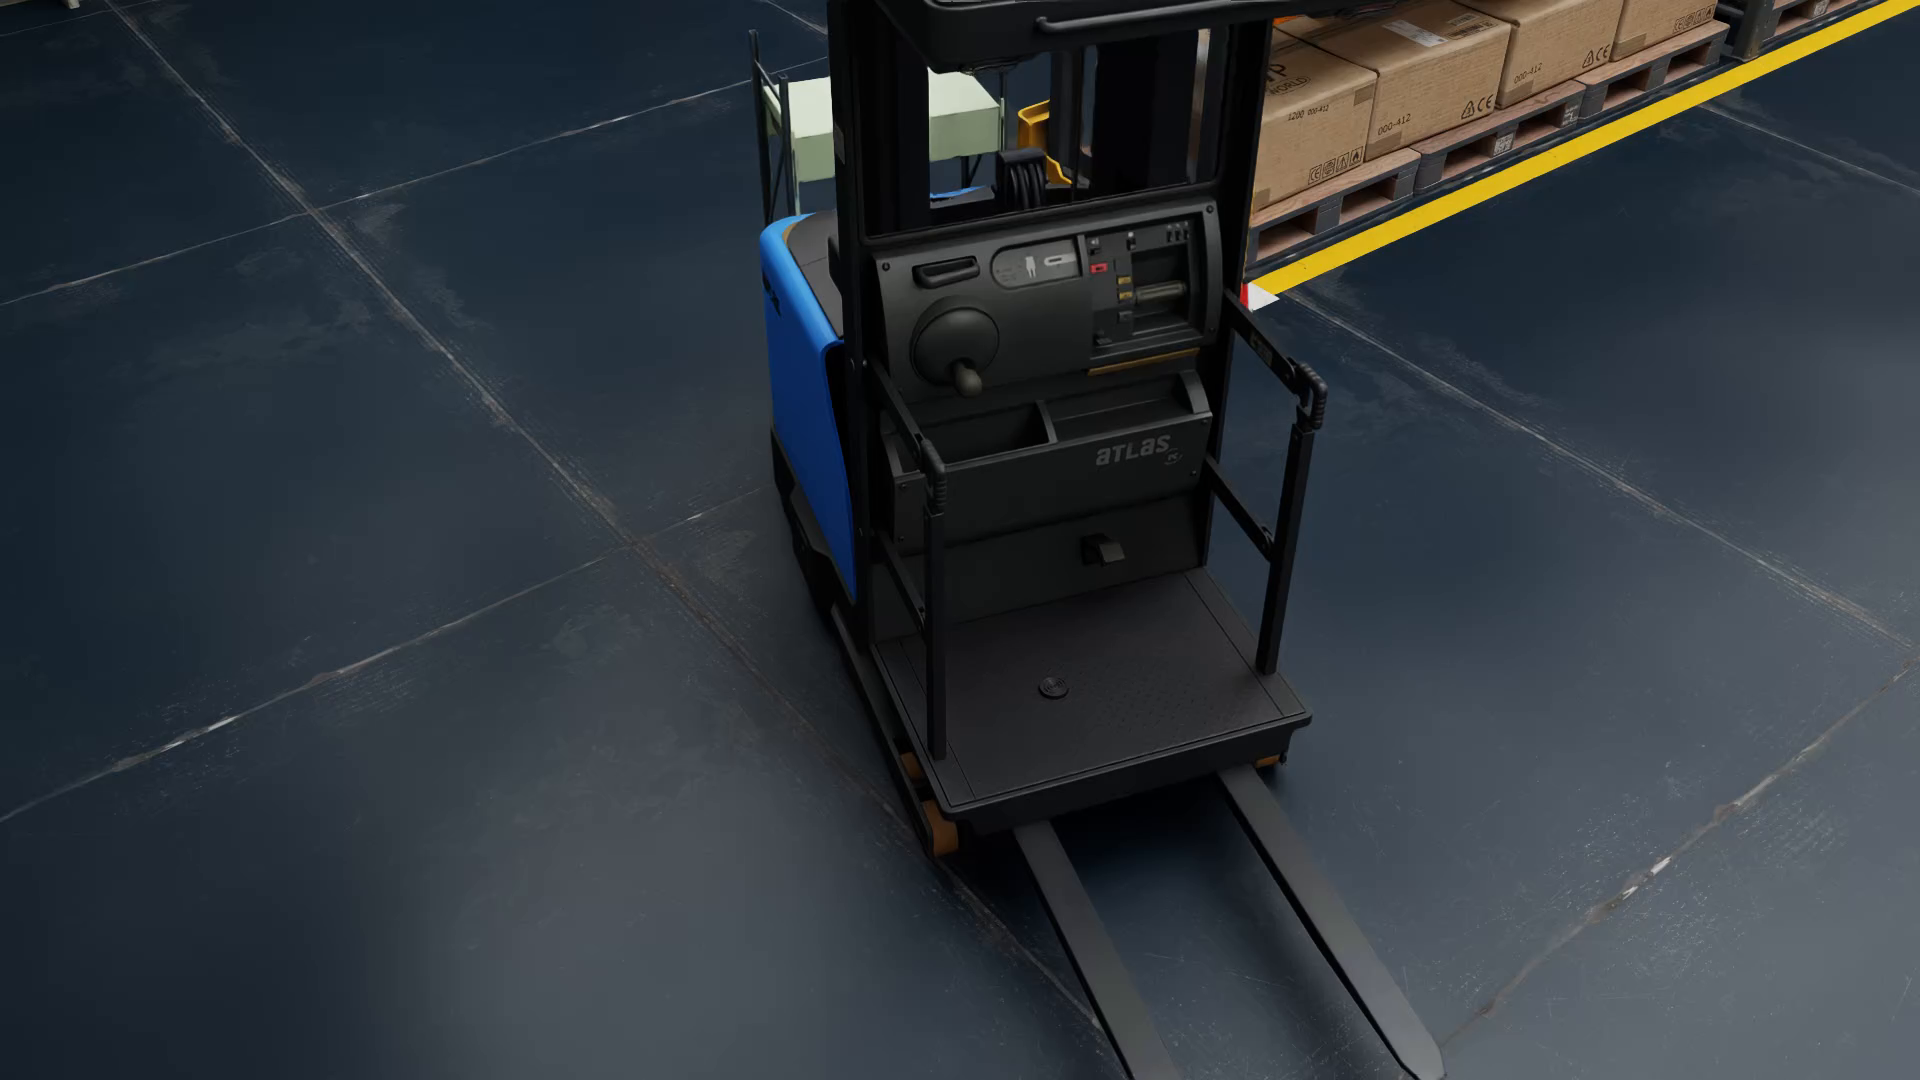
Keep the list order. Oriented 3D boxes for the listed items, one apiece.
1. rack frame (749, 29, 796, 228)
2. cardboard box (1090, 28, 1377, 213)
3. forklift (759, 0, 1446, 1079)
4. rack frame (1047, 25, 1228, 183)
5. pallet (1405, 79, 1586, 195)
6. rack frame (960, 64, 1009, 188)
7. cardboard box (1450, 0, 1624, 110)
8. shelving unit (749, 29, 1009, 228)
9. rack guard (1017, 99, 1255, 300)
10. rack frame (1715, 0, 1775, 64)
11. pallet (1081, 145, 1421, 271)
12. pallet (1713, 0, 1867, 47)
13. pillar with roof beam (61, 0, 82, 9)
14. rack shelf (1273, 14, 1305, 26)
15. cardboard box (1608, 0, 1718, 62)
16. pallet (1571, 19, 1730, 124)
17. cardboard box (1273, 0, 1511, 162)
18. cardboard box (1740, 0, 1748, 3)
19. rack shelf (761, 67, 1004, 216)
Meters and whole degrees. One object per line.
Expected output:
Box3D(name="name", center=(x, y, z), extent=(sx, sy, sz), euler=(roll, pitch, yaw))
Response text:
Box3D(name="rack frame", center=(-0.609, -0.961, 5.739), extent=(0.023, 1.500, 0.400), euler=(-13, 41, -15))
Box3D(name="cardboard box", center=(1.199, -1.891, 7.380), extent=(0.875, 0.438, 0.875), euler=(-28, 47, -29))
Box3D(name="forklift", center=(0.314, -0.543, 4.101), extent=(1.130, 2.935, 3.031), euler=(-13, 41, -15))
Box3D(name="rack frame", center=(0.736, -2.414, 6.328), extent=(0.127, 3.000, 1.000), euler=(-26, 46, -28))
Box3D(name="pallet", center=(2.289, -2.153, 8.209), extent=(1.213, 0.211, 1.003), euler=(-26, 46, -28))
Box3D(name="rack frame", center=(0.079, -1.120, 5.933), extent=(0.023, 1.500, 0.400), euler=(-13, 41, -15))
Box3D(name="cardboard box", center=(2.635, -2.597, 8.240), extent=(0.875, 0.438, 0.875), euler=(-27, 47, -29))
Box3D(name="shelving unit", center=(-0.265, -1.040, 5.836), extent=(0.755, 1.500, 0.431), euler=(-13, 41, -15))
Box3D(name="rack guard", center=(0.717, -1.439, 7.109), extent=(0.348, 0.500, 1.175), euler=(-26, 46, -28))
Box3D(name="rack frame", center=(3.908, -3.960, 8.212), extent=(0.127, 3.000, 1.000), euler=(-26, 46, -28))
Box3D(name="pallet", center=(1.323, -1.684, 7.637), extent=(1.213, 0.211, 1.003), euler=(-26, 46, -28))
Box3D(name="pallet", center=(4.474, -3.218, 9.506), extent=(1.213, 0.211, 1.003), euler=(-26, 46, -28))
Box3D(name="pillar with roof beam", center=(-2.355, -4.475, 4.110), extent=(0.400, 9.000, 9.100), euler=(-26, 46, -28))
Box3D(name="rack shelf", center=(2.322, -2.909, 7.498), extent=(4.000, 0.370, 1.077), euler=(-26, 46, -28))
Box3D(name="cardboard box", center=(3.345, -2.943, 8.662), extent=(0.875, 0.438, 0.875), euler=(-27, 46, -29))
Box3D(name="pallet", center=(3.257, -2.627, 8.787), extent=(1.213, 0.211, 1.003), euler=(-26, 46, -28))
Box3D(name="cardboard box", center=(1.919, -2.249, 7.816), extent=(0.875, 0.438, 0.875), euler=(-25, 45, -27))
Box3D(name="cardboard box", center=(4.351, -3.581, 9.094), extent=(0.875, 0.875, 0.875), euler=(-25, 45, -27))
Box3D(name="rack shelf", center=(-0.265, -1.342, 5.588), extent=(0.720, 0.370, 0.431), euler=(-13, 41, -15))
